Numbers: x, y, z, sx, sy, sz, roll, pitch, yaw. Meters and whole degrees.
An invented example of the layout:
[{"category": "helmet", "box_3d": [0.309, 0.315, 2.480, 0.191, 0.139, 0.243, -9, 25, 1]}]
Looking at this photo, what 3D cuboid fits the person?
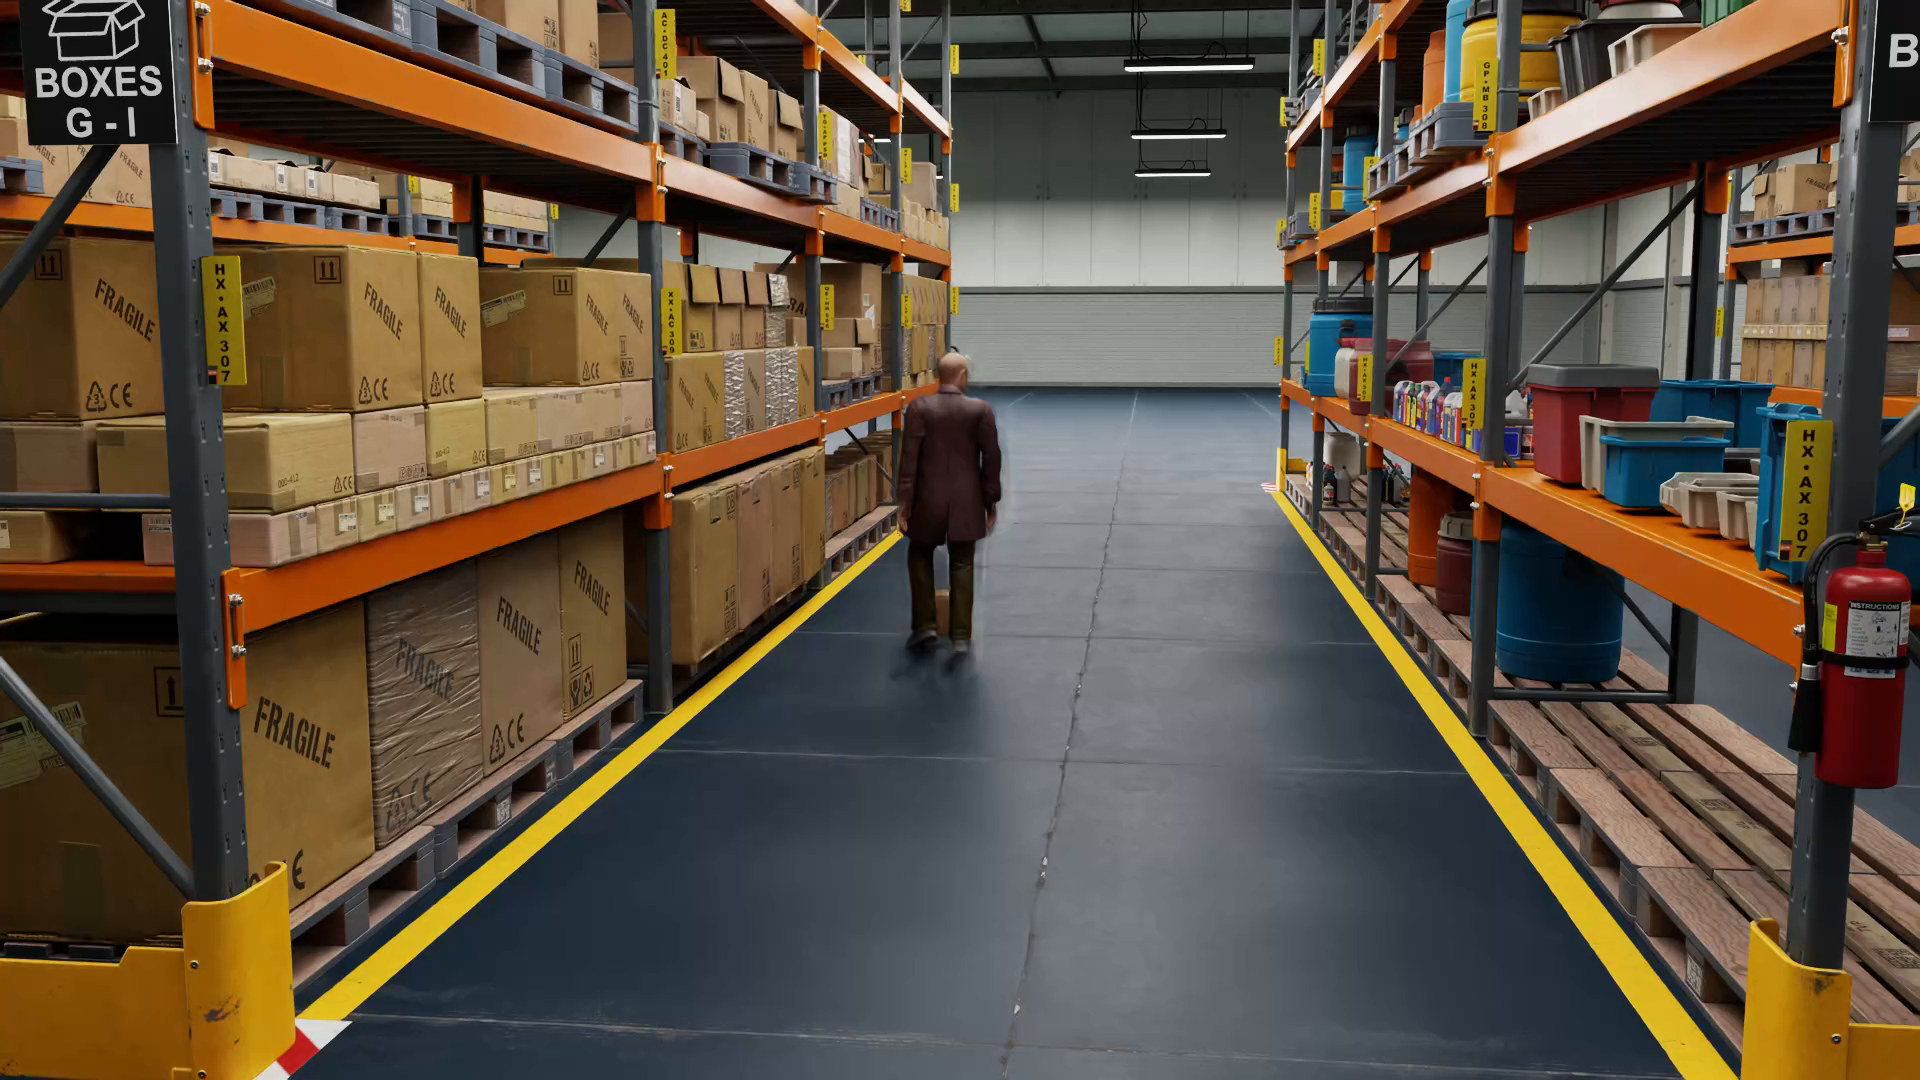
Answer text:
[{"category": "person", "box_3d": [-0.079, -0.216, 9.951, 0.629, 1.798, 0.647, 0, 7, -3]}]
